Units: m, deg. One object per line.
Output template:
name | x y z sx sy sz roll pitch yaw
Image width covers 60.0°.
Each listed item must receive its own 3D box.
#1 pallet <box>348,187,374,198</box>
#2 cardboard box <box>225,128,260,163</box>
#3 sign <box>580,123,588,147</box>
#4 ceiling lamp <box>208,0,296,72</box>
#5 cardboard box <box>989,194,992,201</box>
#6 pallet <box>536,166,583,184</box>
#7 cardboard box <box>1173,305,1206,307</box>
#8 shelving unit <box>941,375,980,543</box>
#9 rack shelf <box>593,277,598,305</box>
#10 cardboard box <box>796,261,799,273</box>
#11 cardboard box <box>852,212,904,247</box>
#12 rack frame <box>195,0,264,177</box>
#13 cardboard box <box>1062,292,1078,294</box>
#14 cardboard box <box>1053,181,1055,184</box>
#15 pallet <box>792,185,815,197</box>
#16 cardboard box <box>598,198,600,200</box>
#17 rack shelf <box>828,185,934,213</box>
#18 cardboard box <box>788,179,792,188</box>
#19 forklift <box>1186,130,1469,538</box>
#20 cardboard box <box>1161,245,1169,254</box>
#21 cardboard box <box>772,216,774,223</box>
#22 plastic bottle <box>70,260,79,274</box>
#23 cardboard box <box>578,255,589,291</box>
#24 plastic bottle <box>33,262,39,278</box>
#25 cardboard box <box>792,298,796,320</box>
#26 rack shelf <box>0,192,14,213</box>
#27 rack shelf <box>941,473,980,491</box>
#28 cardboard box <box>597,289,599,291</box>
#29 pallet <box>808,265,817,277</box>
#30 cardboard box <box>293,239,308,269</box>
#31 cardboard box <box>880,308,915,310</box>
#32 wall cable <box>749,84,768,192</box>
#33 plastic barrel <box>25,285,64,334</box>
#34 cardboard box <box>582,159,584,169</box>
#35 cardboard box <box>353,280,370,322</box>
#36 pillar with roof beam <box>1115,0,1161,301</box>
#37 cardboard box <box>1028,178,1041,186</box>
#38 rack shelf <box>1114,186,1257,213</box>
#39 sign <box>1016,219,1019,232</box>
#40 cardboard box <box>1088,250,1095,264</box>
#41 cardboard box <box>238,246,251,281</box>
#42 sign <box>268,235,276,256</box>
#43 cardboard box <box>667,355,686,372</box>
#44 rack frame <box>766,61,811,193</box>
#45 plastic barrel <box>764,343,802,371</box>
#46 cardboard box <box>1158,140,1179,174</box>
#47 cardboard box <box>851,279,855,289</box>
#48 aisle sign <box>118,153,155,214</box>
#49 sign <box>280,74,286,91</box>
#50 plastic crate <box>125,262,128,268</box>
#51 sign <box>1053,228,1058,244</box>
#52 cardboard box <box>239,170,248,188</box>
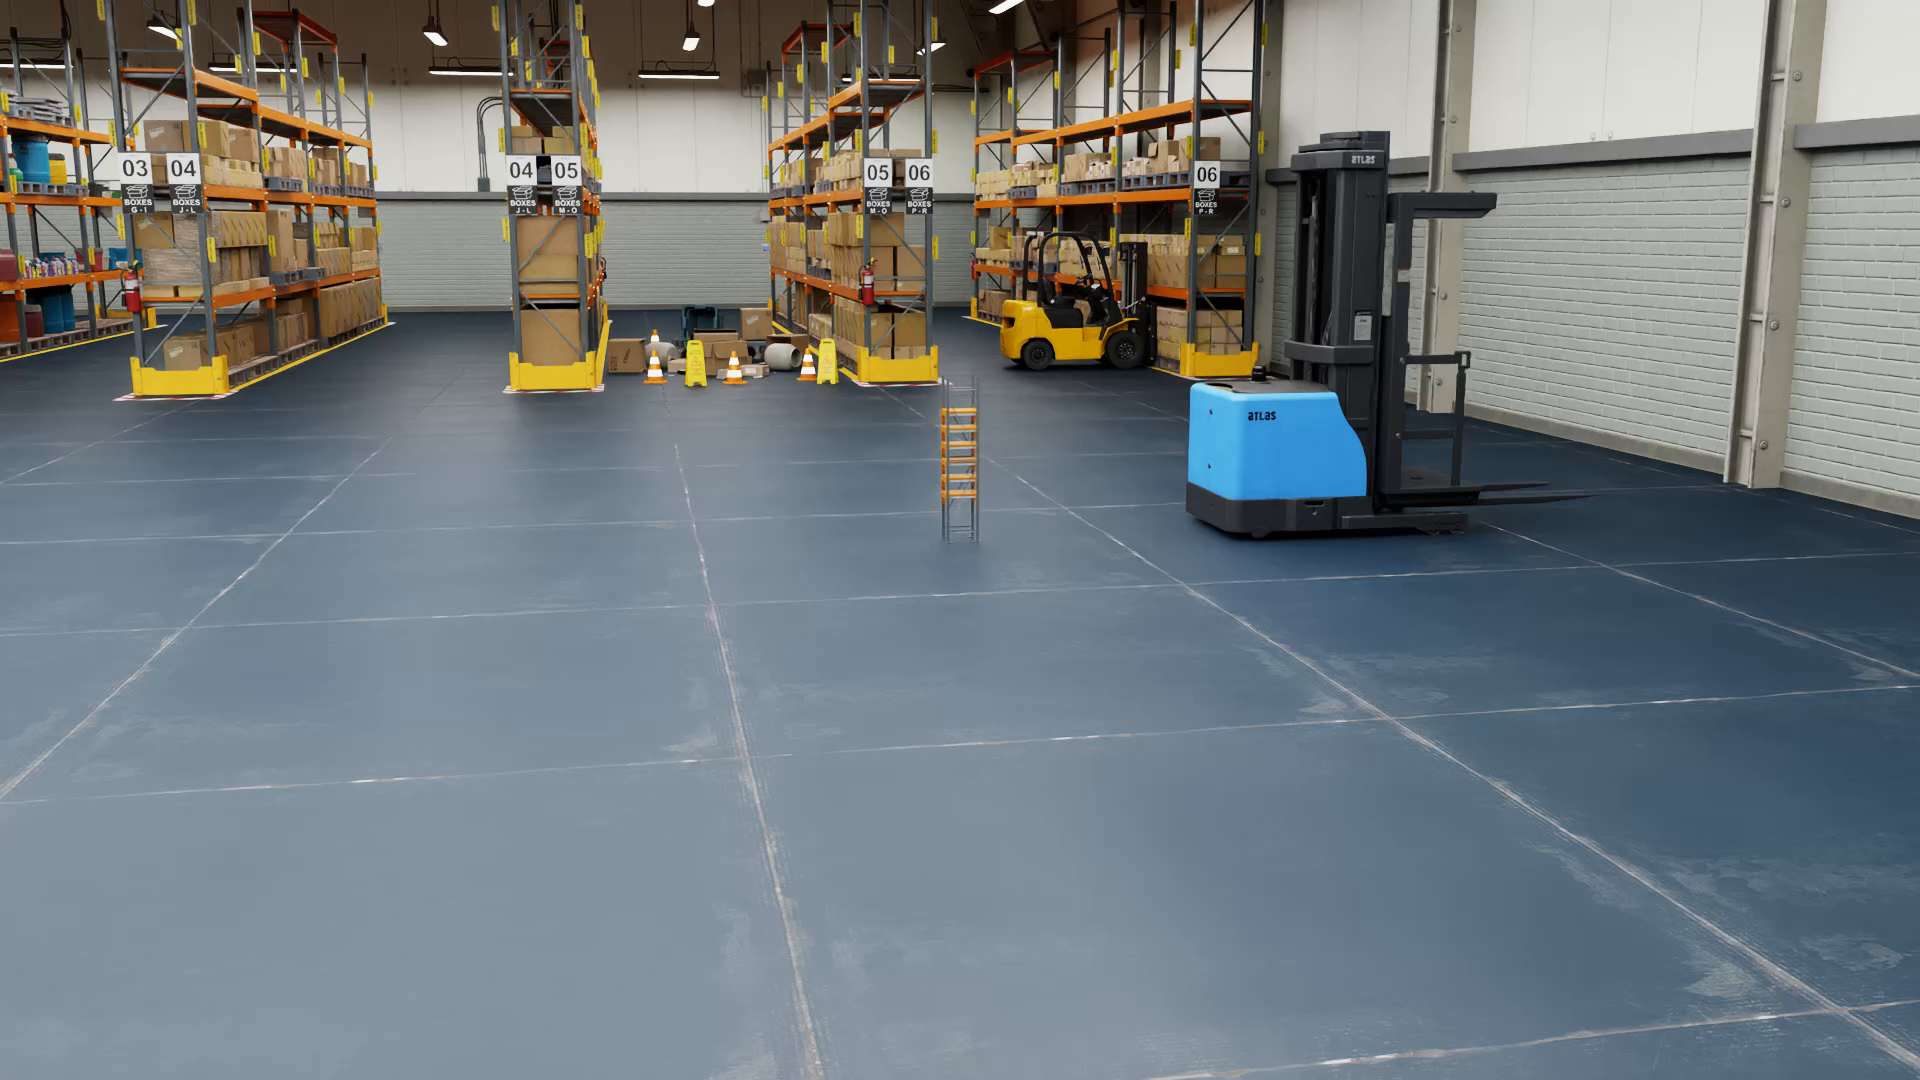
pallet | -13.582 -7.695 36.817 1.003 0.211 1.213 -2 11 -11
cardboard box | -11.065 -6.041 25.489 0.500 0.500 0.500 -2 11 -13
sign | -5.194 -5.589 22.965 0.100 0.325 0.005 -2 11 -11
ceiling lamp | -16.646 -12.619 38.817 2.000 3.185 0.800 -2 11 -11
cardboard box | 0.889 -7.941 38.543 0.380 0.149 0.250 -2 11 -11
pallet | -5.894 -5.194 23.675 1.003 0.211 1.213 -2 11 -11
cardboard box | 3.776 -3.727 27.313 0.500 0.250 0.500 -2 11 -12
shelving unit | 0.003 -0.587 12.070 0.258 1.200 0.189 -2 11 -11
rack shelf | -6.907 -4.375 29.083 1.077 0.370 4.000 -2 11 -11
cardboard box | -3.010 -5.489 33.416 0.500 0.250 0.500 -2 11 -12
cardboard box | -1.217 -4.599 24.598 0.700 0.500 0.500 -2 11 -12
rack frame | -11.402 -7.147 25.678 1.000 3.000 0.127 -2 11 -11
cardboard box | 2.309 -5.114 34.870 0.380 0.149 0.250 -2 11 -11
cardboard box | 2.072 -7.175 33.184 0.380 0.149 0.250 -2 11 -12
pallet | -2.637 -6.791 32.334 1.259 0.211 1.059 -2 11 -11
cardboard box | -8.191 -7.607 36.519 0.500 0.250 0.500 -2 11 -8
rack shelf | -1.293 -5.313 25.992 1.077 0.370 4.000 -2 11 -11
cardboard box | -3.335 -7.348 34.257 0.380 0.166 0.250 -3 11 -15
forklift | 3.333 -1.570 12.607 3.031 2.935 1.130 -2 11 -11
cardboard box | 3.418 -4.618 26.432 0.380 0.149 0.250 -2 11 -13
cardboard box | -4.159 -7.447 38.626 0.380 0.149 0.250 -2 11 -9
plastic bottle | -17.423 -5.365 32.695 0.152 0.276 0.135 -2 11 -11
cardboard box | -5.970 -3.975 24.659 0.875 0.550 0.550 -2 11 -11
plastic bottle | -16.922 -4.940 30.442 0.061 0.283 0.133 -2 11 -11
cardboard box | -3.254 -5.094 36.667 0.875 0.438 0.875 -2 11 -12
rack shelf | -16.650 -5.506 27.006 1.077 0.370 4.000 -2 11 -11
rack shelf | 0.003 -0.425 12.101 0.258 0.103 0.180 -2 11 -11
cardboard box | -7.594 -4.953 33.755 0.500 0.250 0.500 -2 11 -8
pallet | -2.217 -5.073 31.338 1.213 0.211 1.003 -2 11 -11
cardboard box | -11.830 -4.992 29.013 0.700 0.500 0.500 0 11 -3
cardboard box | -0.990 -3.401 26.266 0.500 0.500 0.500 -2 11 -10
wall cable | -5.398 -10.741 44.562 0.463 3.000 0.029 -2 11 -11
plastic barrel | -17.590 -4.432 31.948 0.600 0.901 0.708 -2 11 -11
cardboard box | -5.640 -5.447 24.052 0.380 0.149 0.250 -2 11 -11
cardboard box | -13.183 -5.118 35.625 0.875 0.875 0.875 -2 11 -11
pillar with roof beam | -0.677 -8.059 30.471 9.100 9.000 0.548 -2 11 -11
cardboard box | 1.623 -7.464 34.647 0.380 0.149 0.250 -2 11 -10
rack shelf | 3.575 -5.495 26.944 1.077 0.370 4.000 -2 11 -11
sign | 1.401 -7.683 40.596 0.100 0.325 0.005 -2 11 -11
cardboard box | 2.639 -5.182 30.464 0.500 0.250 0.500 -2 11 -10
cardboard box | -11.117 -4.129 24.805 0.875 0.500 0.500 -2 11 -11
sign | -10.872 -4.646 26.269 0.100 0.325 0.005 -2 11 -11
cardboard box | -4.377 -2.770 26.040 0.396 0.266 0.258 0 11 -1
rack frame | -4.016 -9.708 39.134 1.000 3.000 0.127 -2 11 -11
plastic barrel | -2.791 -2.885 26.220 0.512 0.421 0.421 6 12 28
cardboard box | 3.538 -6.049 26.277 0.700 0.500 0.500 -2 11 -11
cardboard box | -1.453 -3.900 25.337 0.380 0.149 0.250 -2 11 -10
aisle sign | -10.907 -4.721 22.024 0.394 0.787 0.004 -2 11 -11
sign | -13.508 -9.135 33.202 0.100 0.325 0.005 -2 11 -11
plastic crate | -18.259 -5.977 36.124 0.396 0.136 0.243 -2 11 -11
sign | 1.878 -5.983 32.725 0.100 0.325 0.005 -2 11 -11
cardboard box | -10.862 -5.336 24.588 0.500 0.250 0.500 -2 11 -11
